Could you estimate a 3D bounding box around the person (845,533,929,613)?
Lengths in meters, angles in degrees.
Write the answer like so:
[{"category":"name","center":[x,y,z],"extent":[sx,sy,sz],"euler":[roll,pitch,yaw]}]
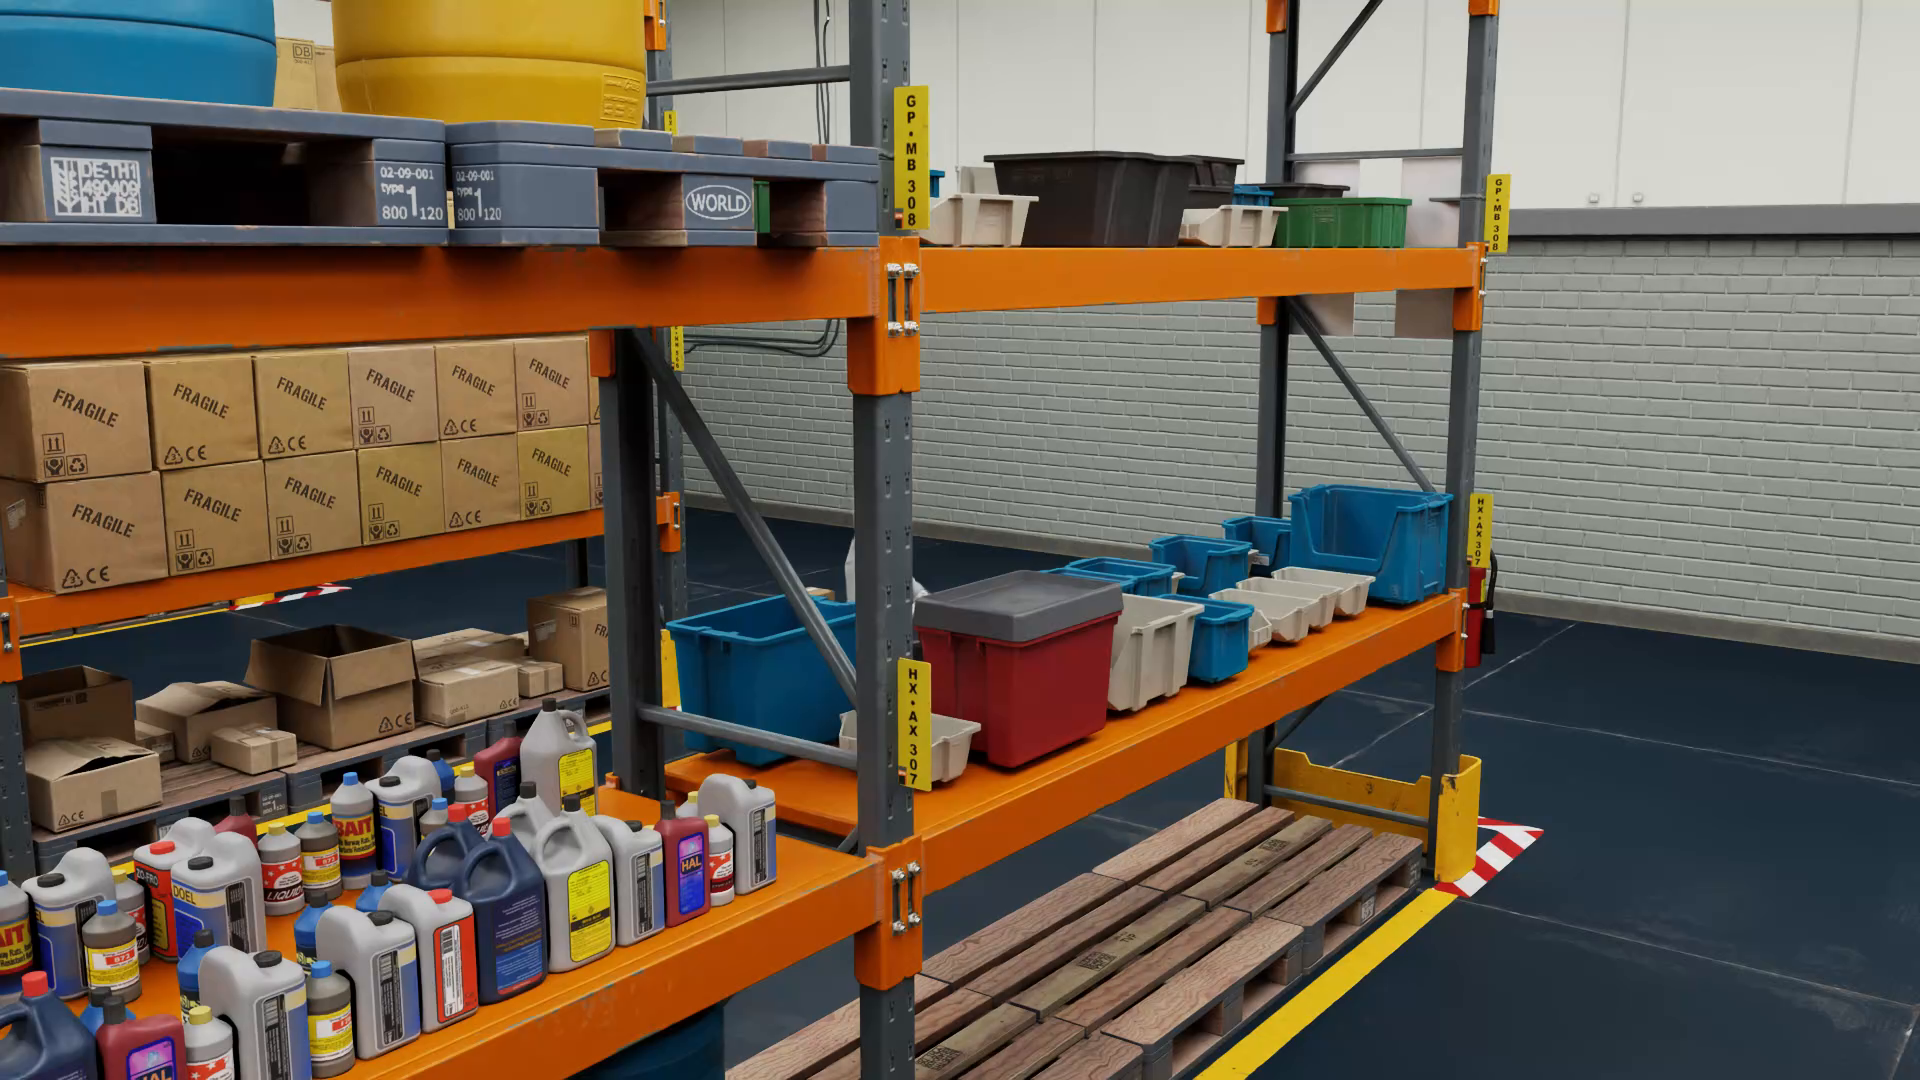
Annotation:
[{"category":"person","center":[-0.550,-0.134,12.106],"extent":[0.633,1.640,0.494],"euler":[6,12,31]}]
